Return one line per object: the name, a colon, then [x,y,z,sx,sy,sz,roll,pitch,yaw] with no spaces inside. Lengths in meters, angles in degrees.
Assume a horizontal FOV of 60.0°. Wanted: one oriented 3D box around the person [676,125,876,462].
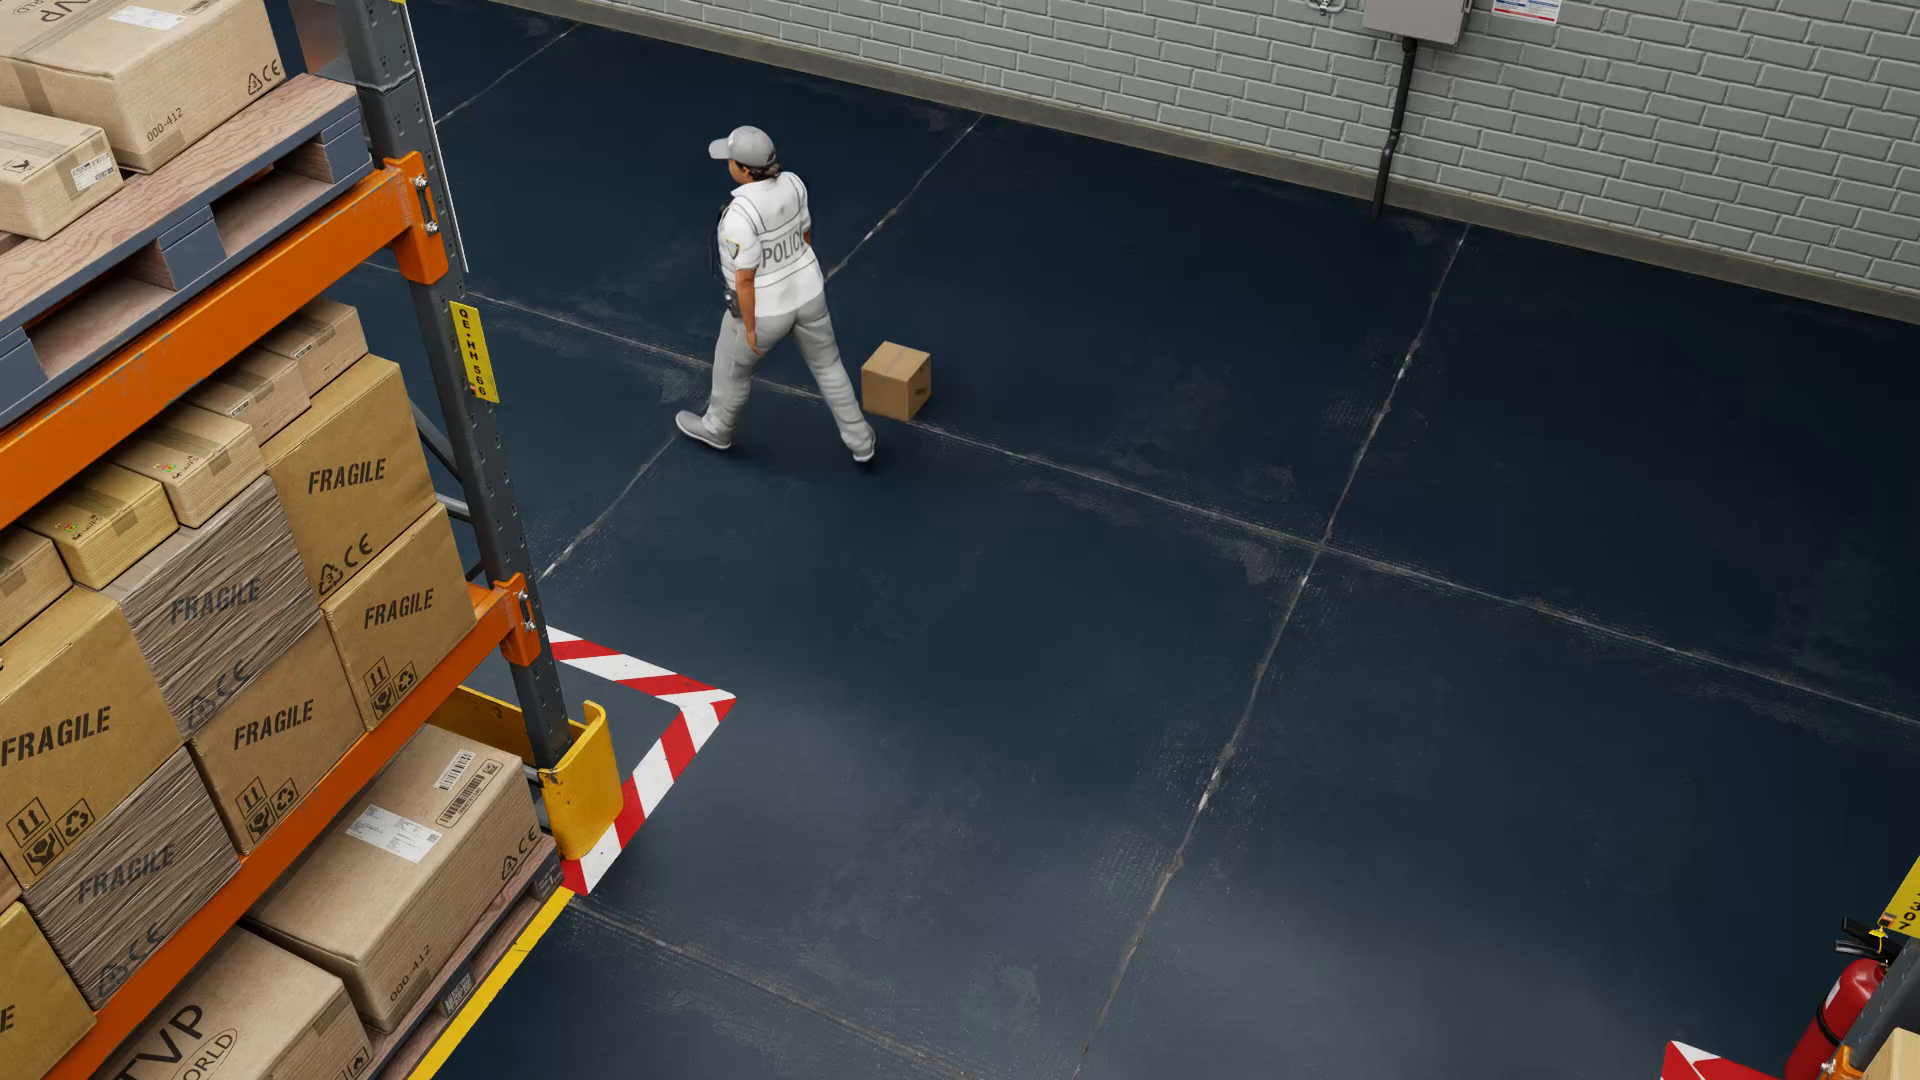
person: [-0.832,-1.063,7.333,0.892,1.621,0.633,31,51,30]
